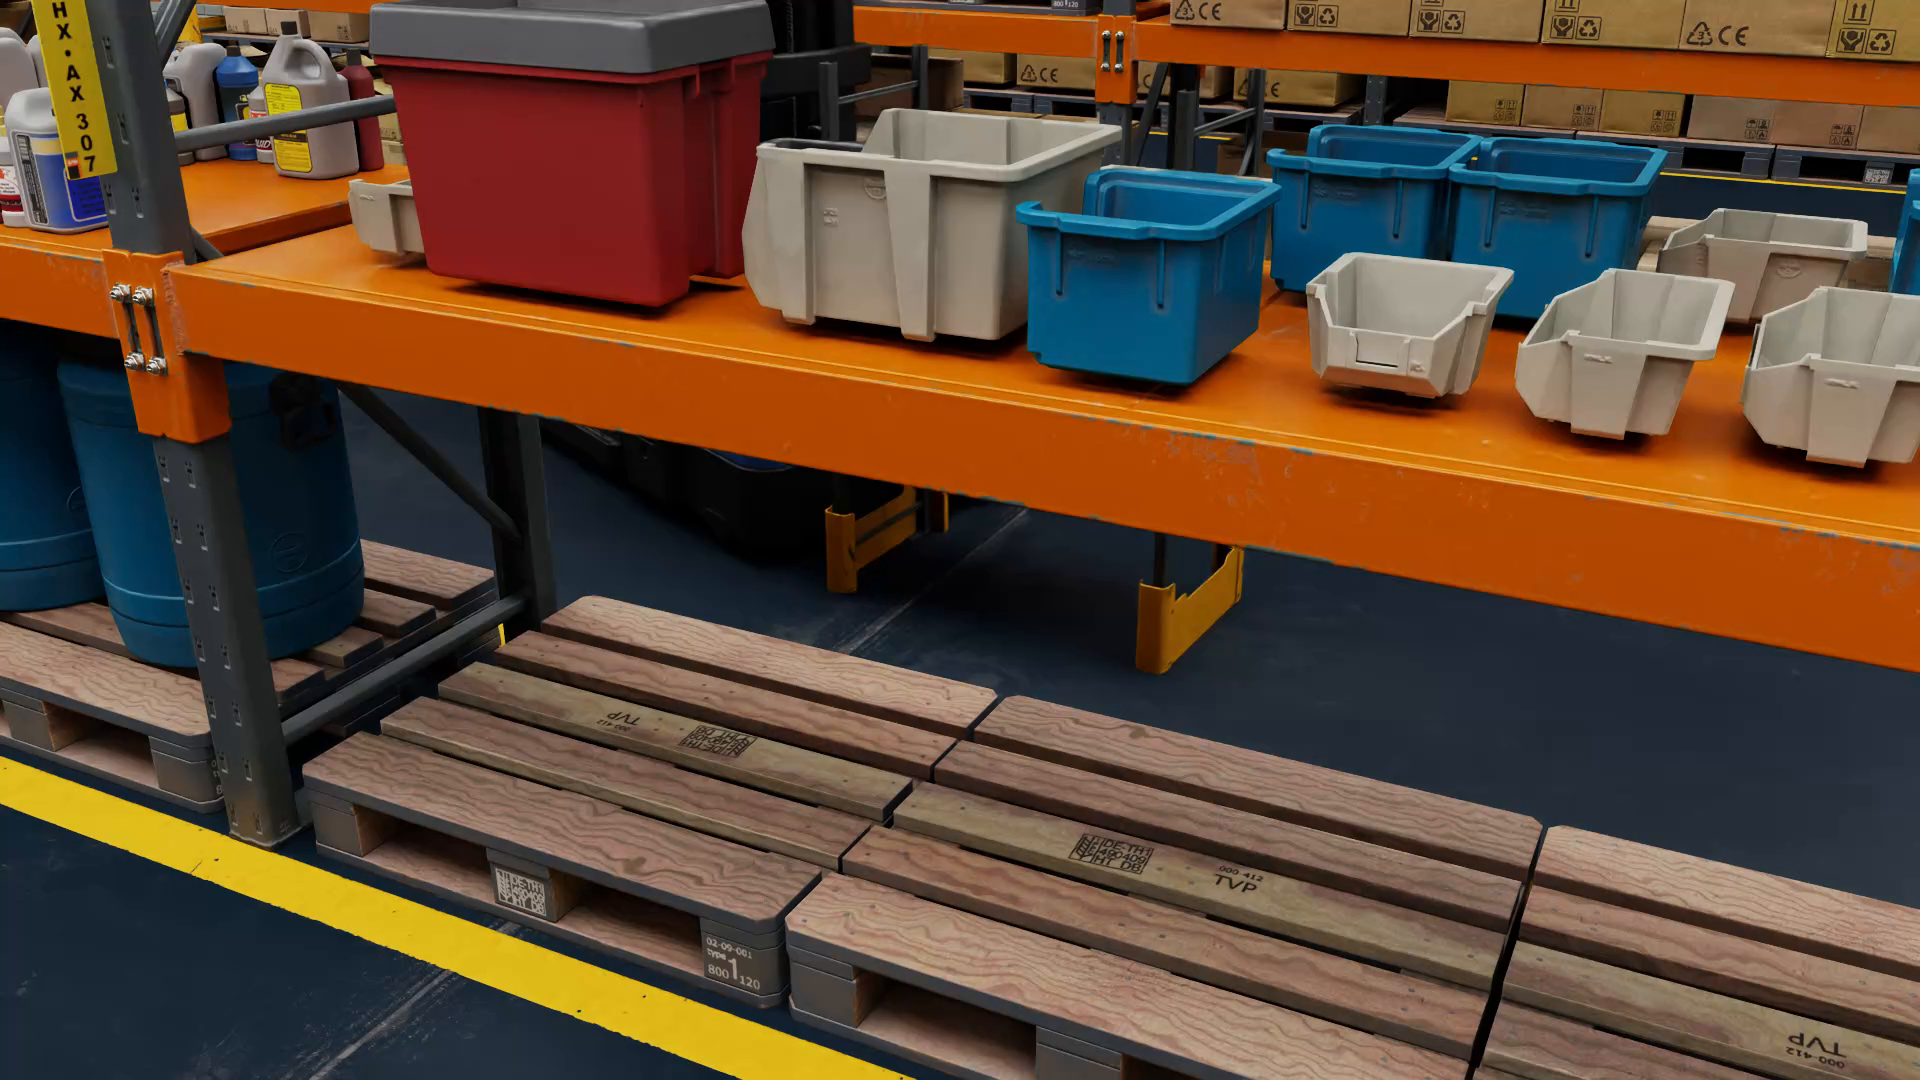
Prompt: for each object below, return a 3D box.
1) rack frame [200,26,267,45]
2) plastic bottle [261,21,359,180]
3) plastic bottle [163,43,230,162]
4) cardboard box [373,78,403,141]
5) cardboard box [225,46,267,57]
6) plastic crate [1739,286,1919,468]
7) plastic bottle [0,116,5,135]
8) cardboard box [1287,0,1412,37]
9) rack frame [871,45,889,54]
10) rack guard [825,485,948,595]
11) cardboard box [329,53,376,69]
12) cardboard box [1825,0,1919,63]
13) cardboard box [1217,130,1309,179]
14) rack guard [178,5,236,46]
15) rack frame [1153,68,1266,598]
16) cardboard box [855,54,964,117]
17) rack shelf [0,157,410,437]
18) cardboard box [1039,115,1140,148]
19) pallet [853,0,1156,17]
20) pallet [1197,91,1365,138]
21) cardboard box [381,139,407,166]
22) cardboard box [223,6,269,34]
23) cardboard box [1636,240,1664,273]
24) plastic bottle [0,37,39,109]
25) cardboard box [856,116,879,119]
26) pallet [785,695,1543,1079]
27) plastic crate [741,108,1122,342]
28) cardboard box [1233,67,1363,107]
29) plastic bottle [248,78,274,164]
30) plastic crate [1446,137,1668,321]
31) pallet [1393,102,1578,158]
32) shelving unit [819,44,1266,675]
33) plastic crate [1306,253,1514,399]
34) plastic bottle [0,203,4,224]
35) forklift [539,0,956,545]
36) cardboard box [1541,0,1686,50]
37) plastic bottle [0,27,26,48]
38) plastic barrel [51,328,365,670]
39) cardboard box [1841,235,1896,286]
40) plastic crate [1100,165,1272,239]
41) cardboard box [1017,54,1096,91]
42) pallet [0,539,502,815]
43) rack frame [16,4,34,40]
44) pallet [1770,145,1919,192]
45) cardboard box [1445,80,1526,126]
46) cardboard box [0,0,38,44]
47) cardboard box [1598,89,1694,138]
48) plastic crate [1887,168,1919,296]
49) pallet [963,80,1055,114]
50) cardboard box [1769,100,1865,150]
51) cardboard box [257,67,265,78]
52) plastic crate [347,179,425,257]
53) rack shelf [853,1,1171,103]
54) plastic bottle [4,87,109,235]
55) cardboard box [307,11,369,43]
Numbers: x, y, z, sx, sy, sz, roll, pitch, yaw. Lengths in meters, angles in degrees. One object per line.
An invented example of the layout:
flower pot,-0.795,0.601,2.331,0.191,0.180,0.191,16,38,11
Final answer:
rack frame,-7.577,-6.460,16.608,0.127,3.000,1.000,11,25,25
plastic bottle,-1.542,-1.041,3.928,0.185,0.351,0.144,11,25,25
plastic bottle,-1.906,-1.104,4.171,0.135,0.276,0.152,11,25,25
cardboard box,-3.248,-2.509,9.578,0.500,0.311,0.500,12,26,26
cardboard box,-4.837,-3.059,10.871,0.500,0.311,0.500,11,25,24
plastic crate,1.170,-0.218,2.191,0.243,0.136,0.396,11,25,25
plastic bottle,-2.043,-0.802,3.558,0.097,0.201,0.097,0,23,0
cardboard box,1.690,-2.382,6.891,0.500,0.500,0.500,12,26,25
rack frame,-0.438,-5.048,13.286,0.127,3.000,1.000,11,25,25
rack guard,-0.214,-0.059,5.068,0.087,0.250,0.587,13,26,28
cardboard box,-3.931,-2.879,10.446,0.500,0.311,0.500,10,25,23
cardboard box,3.482,-2.025,6.050,0.500,0.500,0.500,11,26,25
cardboard box,1.536,-1.661,7.955,0.500,0.500,0.500,11,25,25
rack guard,-7.510,-5.297,17.066,0.348,0.500,1.175,11,25,25
rack frame,0.646,-0.436,4.358,0.032,1.500,0.500,13,26,28
cardboard box,-0.314,-2.355,8.628,0.500,0.250,0.500,11,26,25
rack shelf,-3.123,-0.903,4.461,4.000,0.370,1.077,11,25,25
cardboard box,0.578,-1.833,8.360,0.500,0.500,0.500,10,25,22
pallet,0.236,-2.701,8.015,1.213,0.211,1.003,11,25,25
pallet,2.409,-3.168,12.430,1.213,0.211,1.003,11,25,25
cardboard box,-3.249,-2.253,9.691,0.500,0.250,0.500,12,26,26
cardboard box,-7.001,-5.272,16.687,0.500,0.311,0.500,8,24,19
cardboard box,3.039,-1.030,6.790,0.500,0.250,0.500,11,25,25
plastic bottle,-2.475,-1.149,4.278,0.135,0.276,0.152,11,25,25
cardboard box,-0.346,-2.014,8.786,0.500,0.500,0.500,12,26,25
pallet,0.428,0.733,3.256,1.213,0.211,1.003,11,25,25
plastic crate,-0.059,-0.520,2.716,0.530,0.282,0.437,11,25,25
cardboard box,2.493,-3.615,12.127,0.750,0.750,0.750,12,26,25
plastic bottle,-1.703,-1.041,4.119,0.097,0.201,0.097,0,23,0
plastic crate,0.984,-0.517,2.769,0.300,0.233,0.416,11,25,25
pallet,3.775,-2.897,11.791,1.213,0.211,1.003,11,25,25
shelving unit,0.215,-0.535,4.591,1.083,1.500,0.587,13,26,28
plastic crate,0.638,-0.305,2.394,0.250,0.136,0.298,11,25,25
plastic bottle,-2.063,-0.809,3.469,0.133,0.283,0.061,11,25,25
forklift,-1.110,-1.843,5.839,1.130,2.935,3.031,-17,28,-34
cardboard box,2.590,-2.204,6.471,0.500,0.500,0.500,11,25,24
plastic bottle,-2.613,-1.243,4.500,0.135,0.276,0.152,11,25,25
plastic barrel,-1.816,-0.211,4.058,0.708,0.901,0.600,11,25,25
cardboard box,3.666,-1.125,7.013,0.500,0.250,0.500,11,25,25
plastic crate,0.351,-0.585,3.053,0.466,0.136,0.293,11,25,25
cardboard box,0.938,-3.919,12.843,0.750,0.750,0.750,11,25,24
pallet,-2.008,0.251,4.390,1.213,0.211,1.003,11,25,25
rack frame,-6.240,-4.023,10.878,0.127,3.000,1.000,11,25,25
pallet,5.952,-2.466,10.778,1.213,0.211,1.003,11,25,25
cardboard box,3.753,-3.216,11.638,0.500,0.500,0.700,12,26,25
cardboard box,-6.512,-3.487,11.636,0.500,0.500,0.500,11,25,25
cardboard box,4.657,-3.035,11.212,0.500,0.500,0.700,12,26,26
plastic crate,1.572,-0.400,2.496,0.300,0.233,0.416,11,25,25
pallet,0.232,-3.599,13.443,1.213,0.211,1.003,11,25,25
cardboard box,5.585,-2.855,10.788,0.500,0.500,0.700,11,25,24
cardboard box,-4.164,-2.689,10.000,0.500,0.311,0.500,11,25,24
plastic crate,-0.988,-0.655,3.219,0.243,0.136,0.396,11,25,25
rack shelf,-0.885,-2.633,8.527,4.000,0.370,1.077,11,25,25
plastic bottle,-1.836,-0.781,3.412,0.135,0.276,0.152,11,25,25
cardboard box,-5.860,-5.111,16.068,0.500,0.500,0.700,10,25,21
